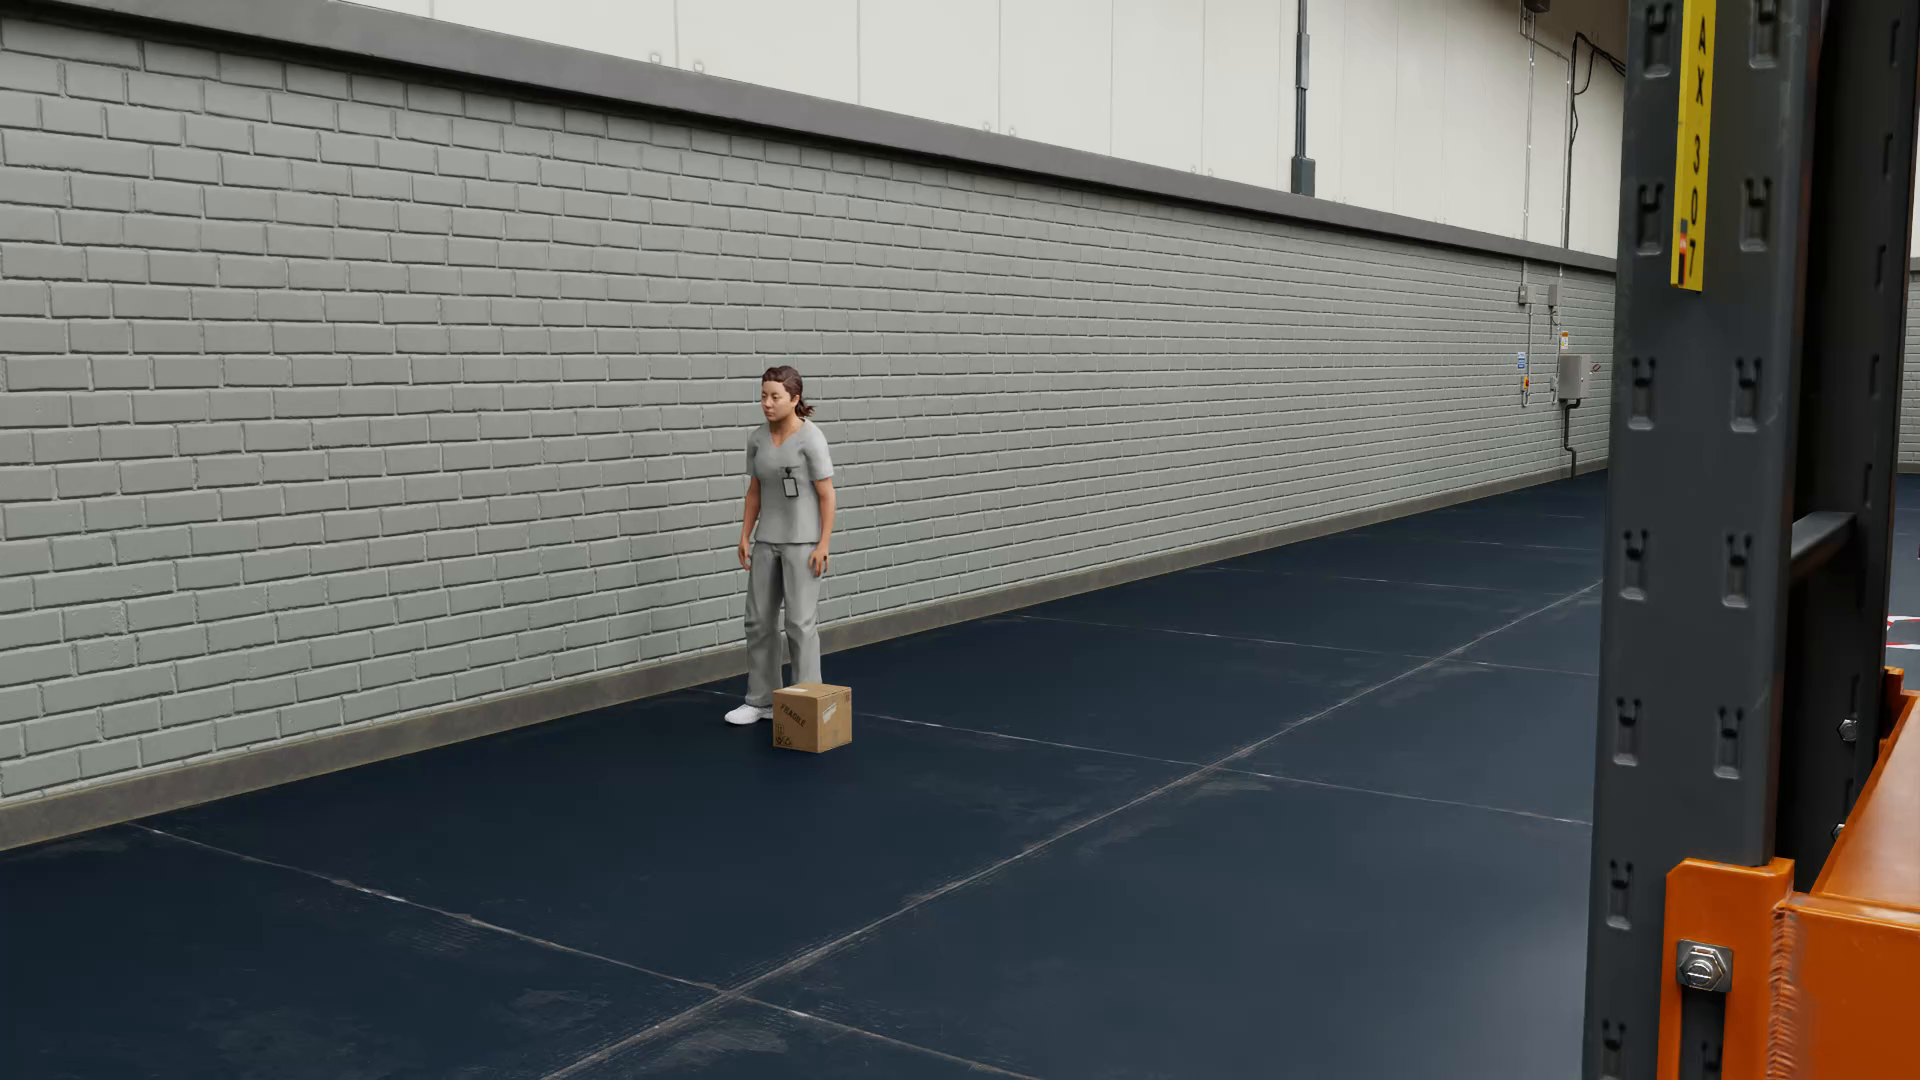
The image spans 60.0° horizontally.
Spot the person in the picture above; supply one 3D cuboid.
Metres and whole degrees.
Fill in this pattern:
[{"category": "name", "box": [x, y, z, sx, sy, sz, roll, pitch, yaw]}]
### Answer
[{"category": "person", "box": [-0.809, 0.033, 7.677, 0.515, 1.672, 0.353, 4, 7, 30]}]
